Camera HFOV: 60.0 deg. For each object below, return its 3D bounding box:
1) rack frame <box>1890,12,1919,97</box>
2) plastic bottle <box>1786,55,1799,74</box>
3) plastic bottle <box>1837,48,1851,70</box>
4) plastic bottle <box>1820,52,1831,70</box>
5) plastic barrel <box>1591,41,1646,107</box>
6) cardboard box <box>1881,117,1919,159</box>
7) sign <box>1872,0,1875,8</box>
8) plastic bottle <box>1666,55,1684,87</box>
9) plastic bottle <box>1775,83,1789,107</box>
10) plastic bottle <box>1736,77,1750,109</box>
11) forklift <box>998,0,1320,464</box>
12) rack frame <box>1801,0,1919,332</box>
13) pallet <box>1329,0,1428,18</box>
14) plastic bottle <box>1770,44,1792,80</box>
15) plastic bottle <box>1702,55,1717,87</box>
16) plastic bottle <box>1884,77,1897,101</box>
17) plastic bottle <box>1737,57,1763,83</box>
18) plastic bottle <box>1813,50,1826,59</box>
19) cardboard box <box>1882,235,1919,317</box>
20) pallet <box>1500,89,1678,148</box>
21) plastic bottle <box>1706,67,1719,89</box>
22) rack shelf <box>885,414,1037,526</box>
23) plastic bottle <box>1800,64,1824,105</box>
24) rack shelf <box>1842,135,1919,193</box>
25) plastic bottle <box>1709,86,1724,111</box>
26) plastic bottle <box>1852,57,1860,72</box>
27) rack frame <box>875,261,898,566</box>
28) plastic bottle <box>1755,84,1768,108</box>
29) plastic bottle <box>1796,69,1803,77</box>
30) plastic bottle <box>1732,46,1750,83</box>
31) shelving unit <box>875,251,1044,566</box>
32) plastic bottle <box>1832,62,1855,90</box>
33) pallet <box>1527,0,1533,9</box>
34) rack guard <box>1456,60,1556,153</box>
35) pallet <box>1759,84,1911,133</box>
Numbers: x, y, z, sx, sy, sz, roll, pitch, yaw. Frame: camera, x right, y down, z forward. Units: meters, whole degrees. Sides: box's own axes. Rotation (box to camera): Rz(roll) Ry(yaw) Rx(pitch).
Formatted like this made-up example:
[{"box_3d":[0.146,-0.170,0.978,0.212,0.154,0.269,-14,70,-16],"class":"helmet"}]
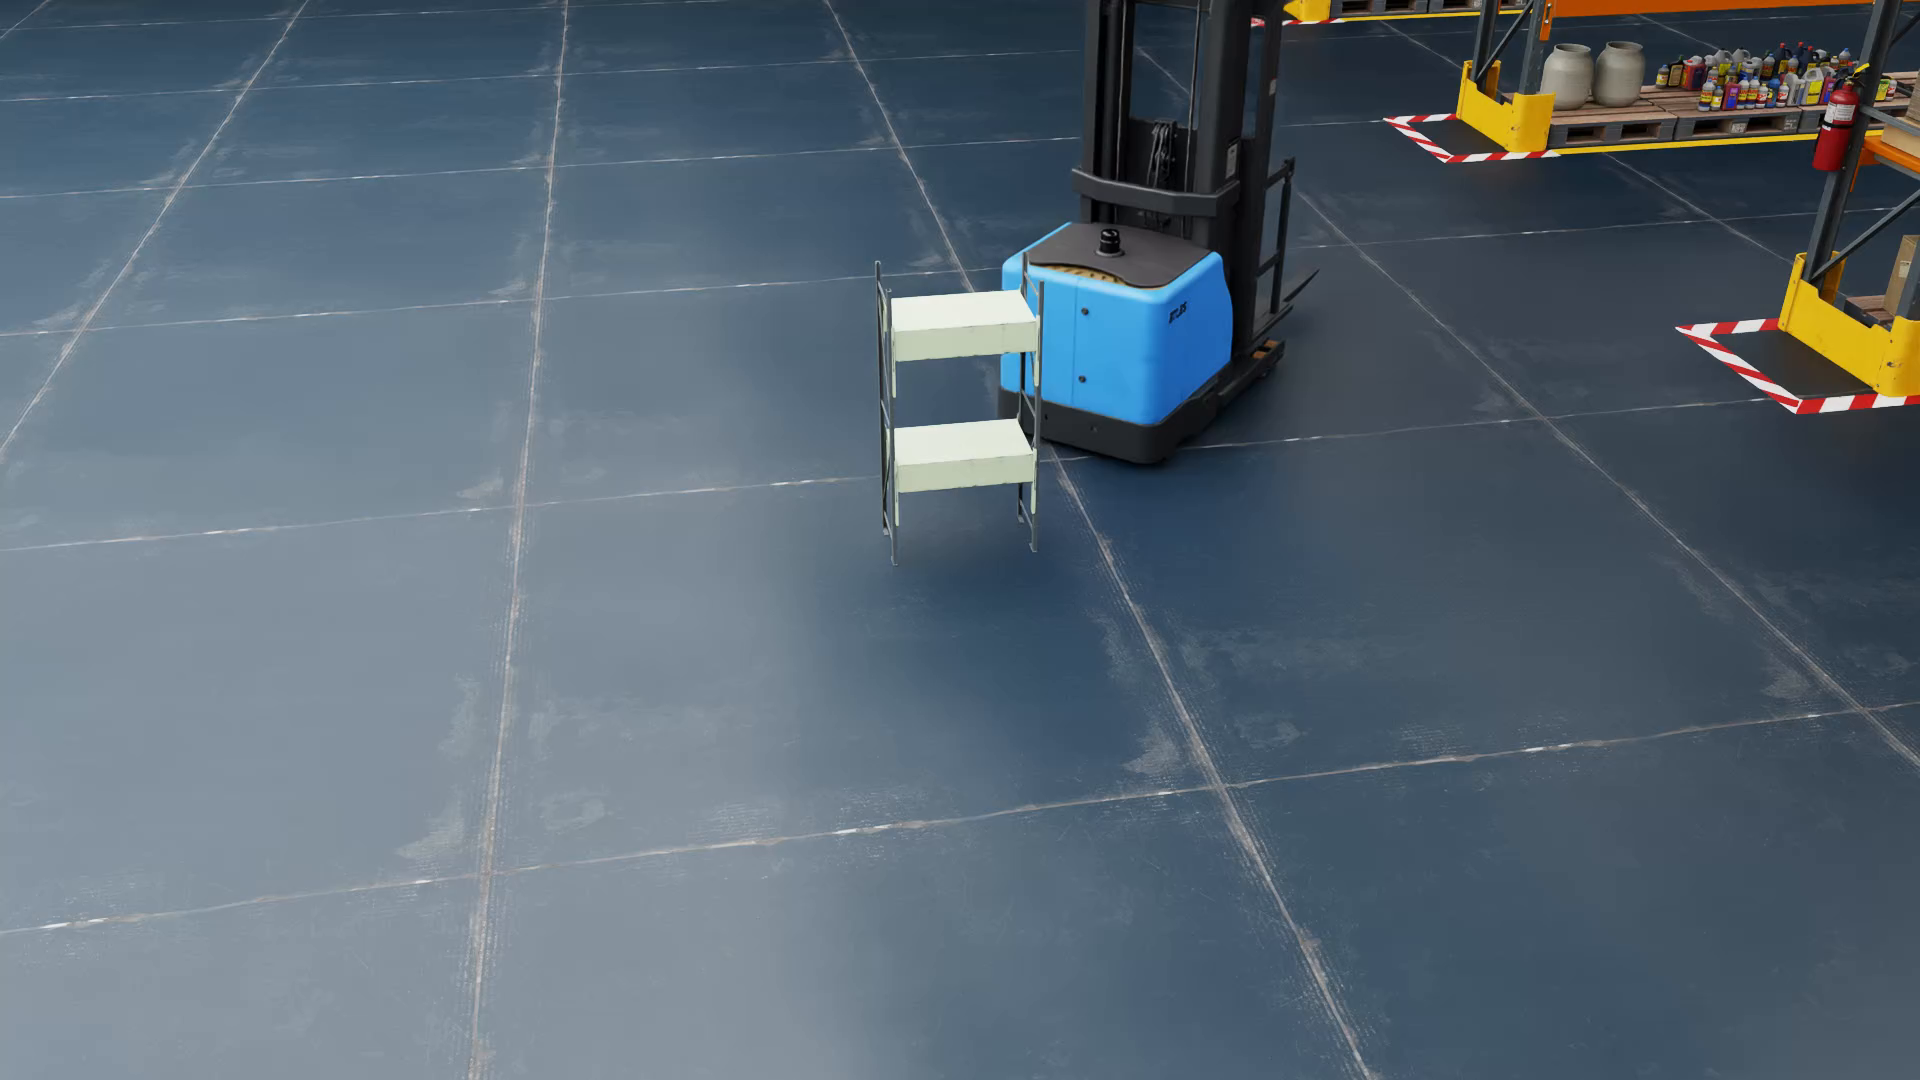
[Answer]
[{"box_3d":[8.734,-5.302,14.807,0.127,3.000,1.000,-5,31,-9],"class":"rack frame"},{"box_3d":[7.744,-4.375,15.488,0.097,0.271,0.097,0,30,0],"class":"plastic bottle"},{"box_3d":[8.341,-4.505,15.709,0.097,0.271,0.097,0,30,0],"class":"plastic bottle"},{"box_3d":[8.048,-4.414,15.542,0.133,0.283,0.061,-5,31,-9],"class":"plastic bottle"},{"box_3d":[5.926,-4.189,14.955,0.421,0.512,0.421,0,30,0],"class":"plastic barrel"},{"box_3d":[5.935,-2.488,10.269,0.250,0.149,0.380,-5,31,-9],"class":"cardboard box"},{"box_3d":[5.611,-3.381,10.086,0.005,0.325,0.100,-5,31,-9],"class":"sign"},{"box_3d":[6.639,-4.361,15.453,0.133,0.283,0.061,-5,31,-8],"class":"plastic bottle"},{"box_3d":[7.374,-3.998,14.917,0.097,0.201,0.097,0,30,0],"class":"plastic bottle"},{"box_3d":[6.976,-3.991,14.836,0.097,0.271,0.097,0,30,0],"class":"plastic bottle"},{"box_3d":[1.419,-2.401,9.942,1.130,2.935,3.031,17,35,27],"class":"forklift"},{"box_3d":[5.691,-2.467,9.986,0.127,3.000,1.000,-5,31,-9],"class":"rack frame"},{"box_3d":[4.655,-6.295,19.247,1.213,0.211,1.003,-5,31,-9],"class":"pallet"},{"box_3d":[7.679,-4.465,15.564,0.185,0.351,0.144,-7,31,-11],"class":"plastic bottle"},{"box_3d":[6.916,-4.360,15.459,0.135,0.276,0.152,-6,31,-10],"class":"plastic bottle"},{"box_3d":[8.433,-4.096,15.084,0.097,0.201,0.097,0,30,0],"class":"plastic bottle"},{"box_3d":[7.313,-4.323,15.395,0.135,0.276,0.152,-5,31,-9],"class":"plastic bottle"},{"box_3d":[8.028,-4.463,15.634,0.135,0.276,0.152,-4,31,-7],"class":"plastic bottle"},{"box_3d":[6.309,-1.619,10.596,0.500,0.500,0.500,0,30,0],"class":"cardboard box"},{"box_3d":[5.666,-3.836,15.066,1.213,0.211,1.003,-5,31,-9],"class":"pallet"},{"box_3d":[6.957,-4.267,15.375,0.097,0.201,0.097,0,30,0],"class":"plastic bottle"},{"box_3d":[-0.007,-0.365,8.534,0.720,0.370,0.431,-5,31,-9],"class":"rack shelf"},{"box_3d":[7.646,-4.100,14.942,0.185,0.351,0.144,-5,31,-9],"class":"plastic bottle"},{"box_3d":[7.659,-2.339,10.479,4.000,0.370,1.077,-5,31,-9],"class":"rack shelf"},{"box_3d":[6.741,-3.939,14.817,0.097,0.201,0.097,0,30,0],"class":"plastic bottle"},{"box_3d":[8.126,-4.219,15.145,0.185,0.351,0.144,-5,31,-9],"class":"plastic bottle"},{"box_3d":[-0.367,-0.612,8.312,0.023,1.500,0.400,-5,31,-9],"class":"rack frame"},{"box_3d":[7.172,-3.979,14.885,0.097,0.201,0.097,0,30,0],"class":"plastic bottle"},{"box_3d":[7.602,-4.119,15.042,0.133,0.283,0.061,-5,31,-9],"class":"plastic bottle"},{"box_3d":[7.261,-4.426,15.498,0.185,0.351,0.144,-6,31,-9],"class":"plastic bottle"},{"box_3d":[-0.007,-0.646,8.369,0.755,1.500,0.431,-5,31,-9],"class":"shelving unit"},{"box_3d":[7.964,-4.129,14.993,0.185,0.351,0.144,-7,31,-11],"class":"plastic bottle"},{"box_3d":[7.056,-6.518,19.626,1.213,0.211,1.003,-5,31,-9],"class":"pallet"},{"box_3d":[4.866,-3.889,14.871,0.348,0.500,1.175,-5,31,-9],"class":"rack guard"},{"box_3d":[8.066,-4.059,15.445,1.213,0.211,1.003,-5,31,-9],"class":"pallet"}]
